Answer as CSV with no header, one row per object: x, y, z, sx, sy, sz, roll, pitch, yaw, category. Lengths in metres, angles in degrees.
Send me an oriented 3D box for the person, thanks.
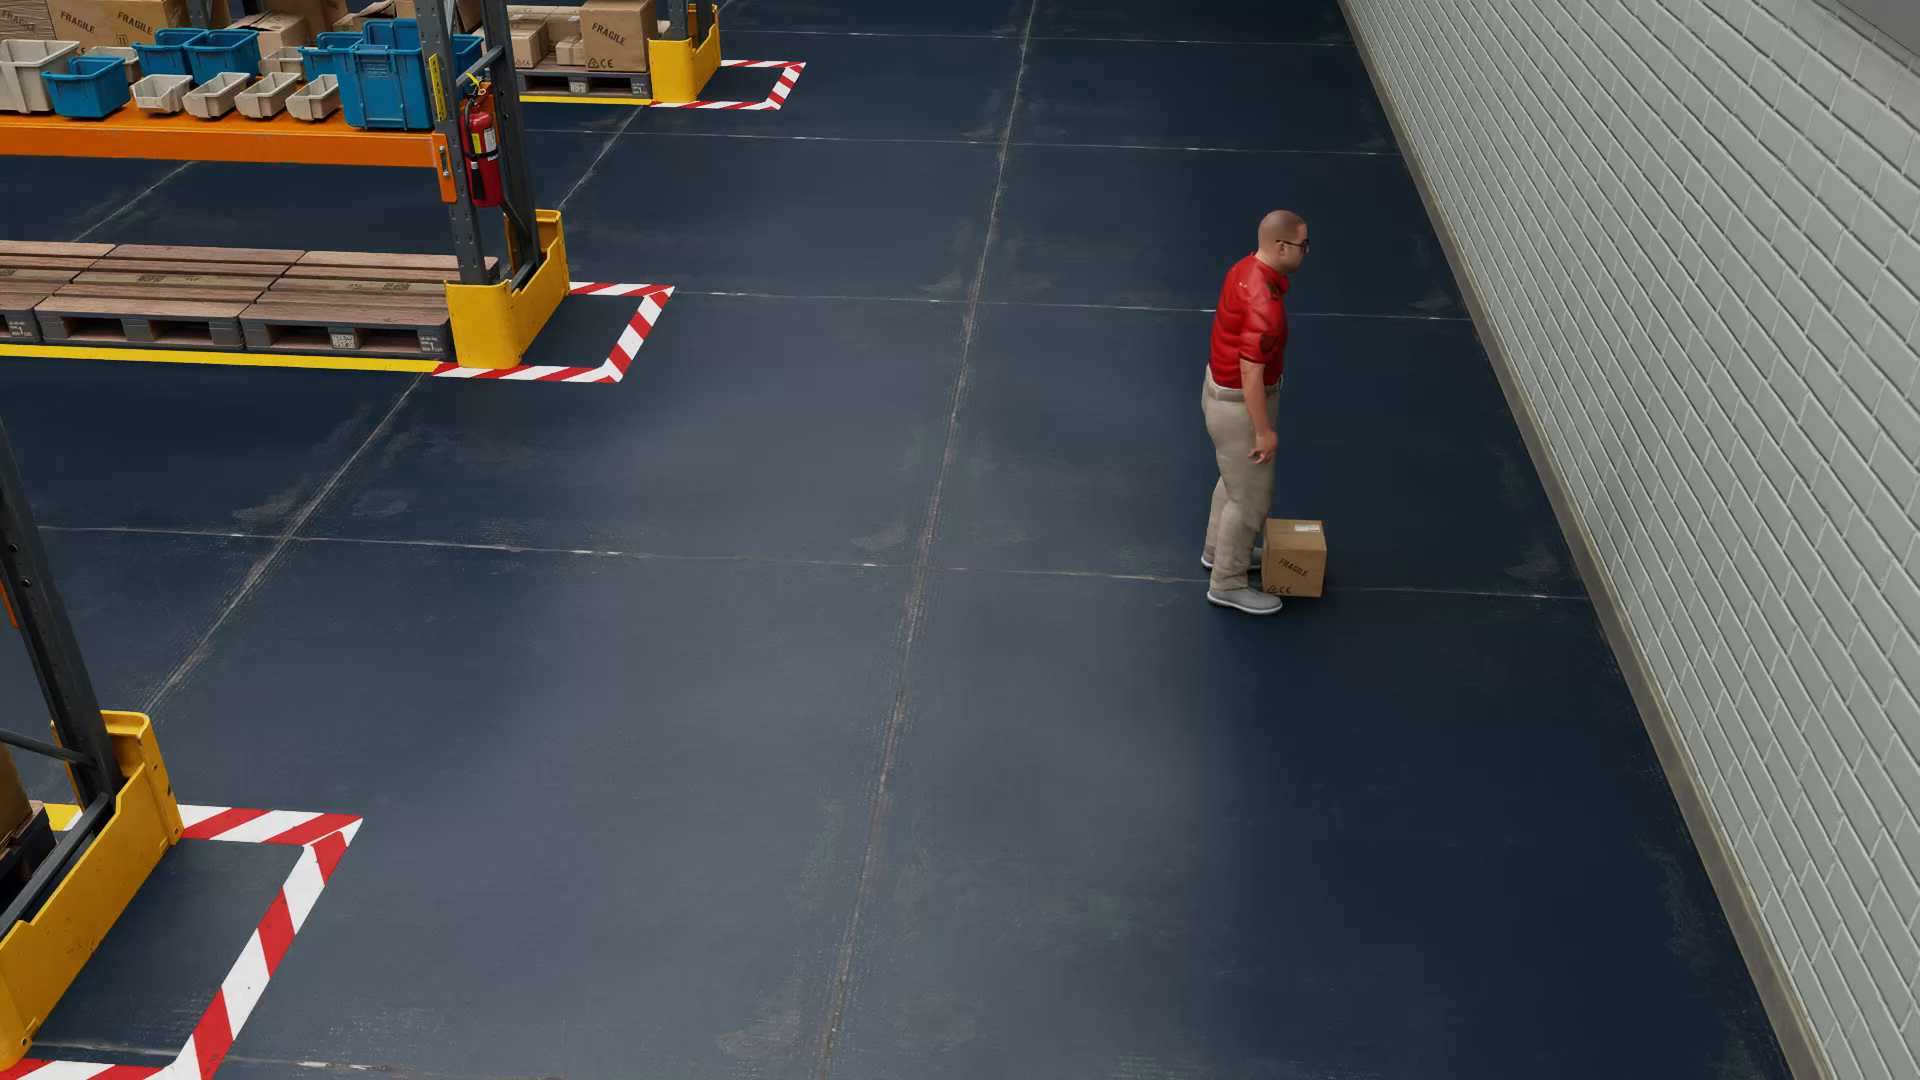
1.231,-0.560,7.053,0.394,1.726,0.604,1,32,1,person
